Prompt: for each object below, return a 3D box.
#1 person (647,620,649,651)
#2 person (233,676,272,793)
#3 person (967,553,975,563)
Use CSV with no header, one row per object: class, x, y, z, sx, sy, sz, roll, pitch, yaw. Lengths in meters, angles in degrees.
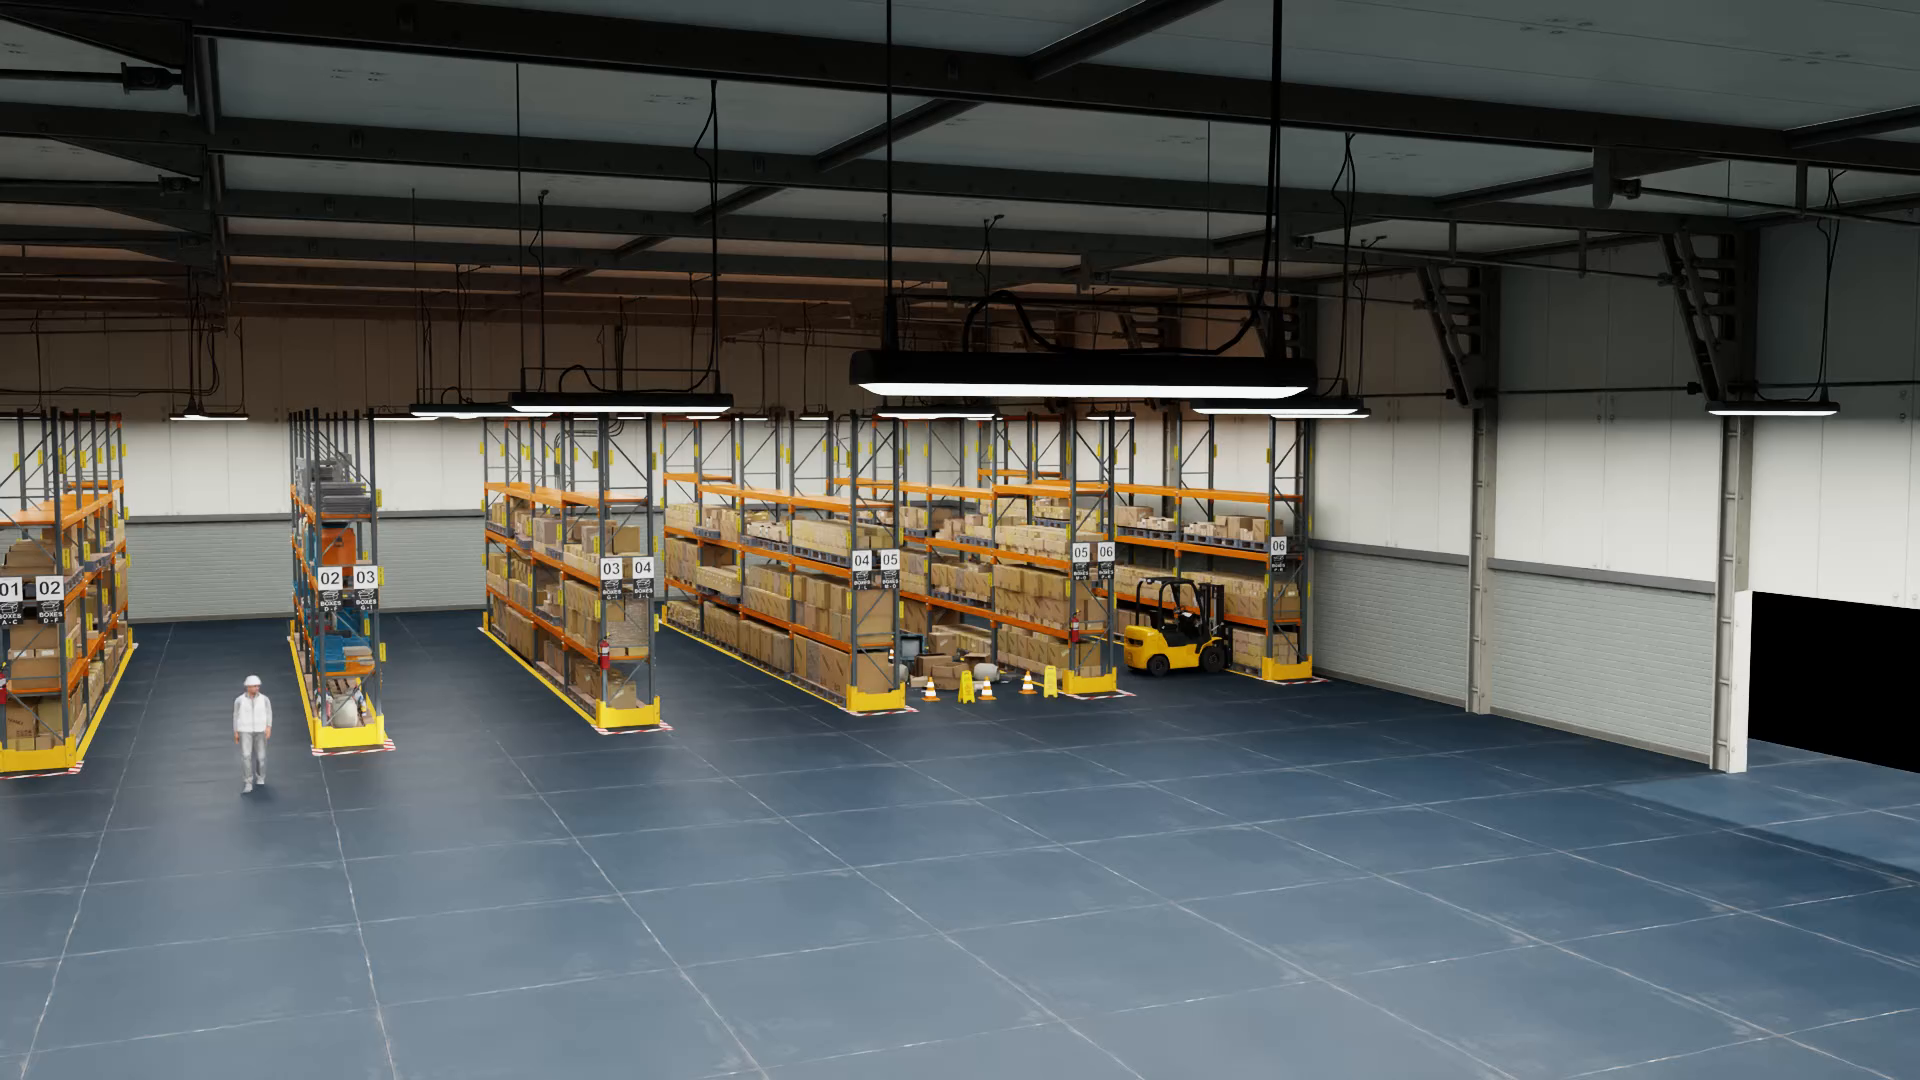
person,-7.984,1.931,41.896,0.523,1.656,1.077,-1,4,-19
person,-11.082,3.037,26.112,0.572,1.764,0.762,-2,5,-29
person,0.407,1.245,53.010,0.916,1.509,0.474,-2,4,-25
